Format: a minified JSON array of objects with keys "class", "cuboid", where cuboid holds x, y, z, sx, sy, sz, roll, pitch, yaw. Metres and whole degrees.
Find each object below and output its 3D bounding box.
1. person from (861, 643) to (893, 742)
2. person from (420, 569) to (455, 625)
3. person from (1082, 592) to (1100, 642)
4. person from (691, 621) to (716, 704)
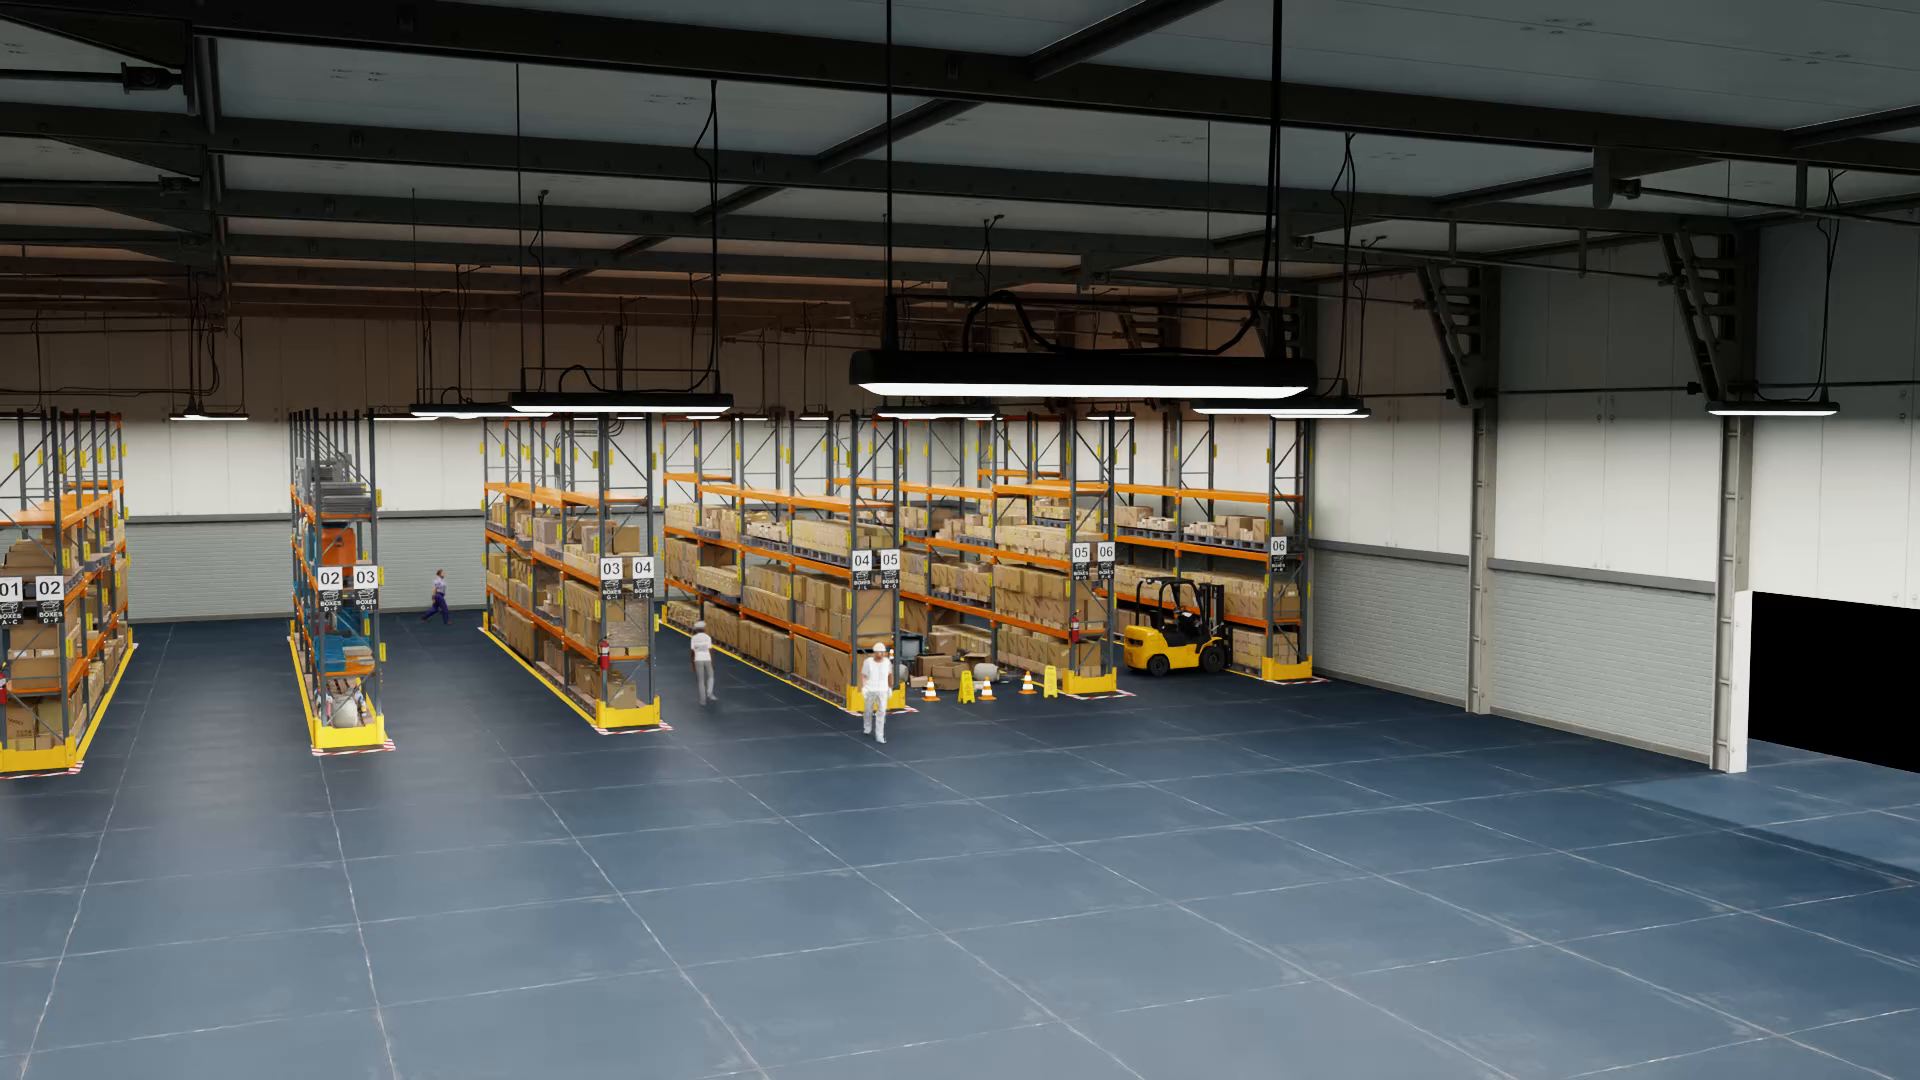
[{"class":"person","cuboid":[-1.503,2.739,30.143,0.646,1.749,0.927,-1,4,-19]},{"class":"person","cuboid":[-14.836,1.618,47.176,1.019,1.588,0.482,0,4,-4]},{"class":"person","cuboid":[3.187,2.092,39.953,0.671,1.677,0.833,-2,4,-23]},{"class":"person","cuboid":[-5.240,2.506,33.946,0.500,1.660,0.447,-1,4,-11]}]
